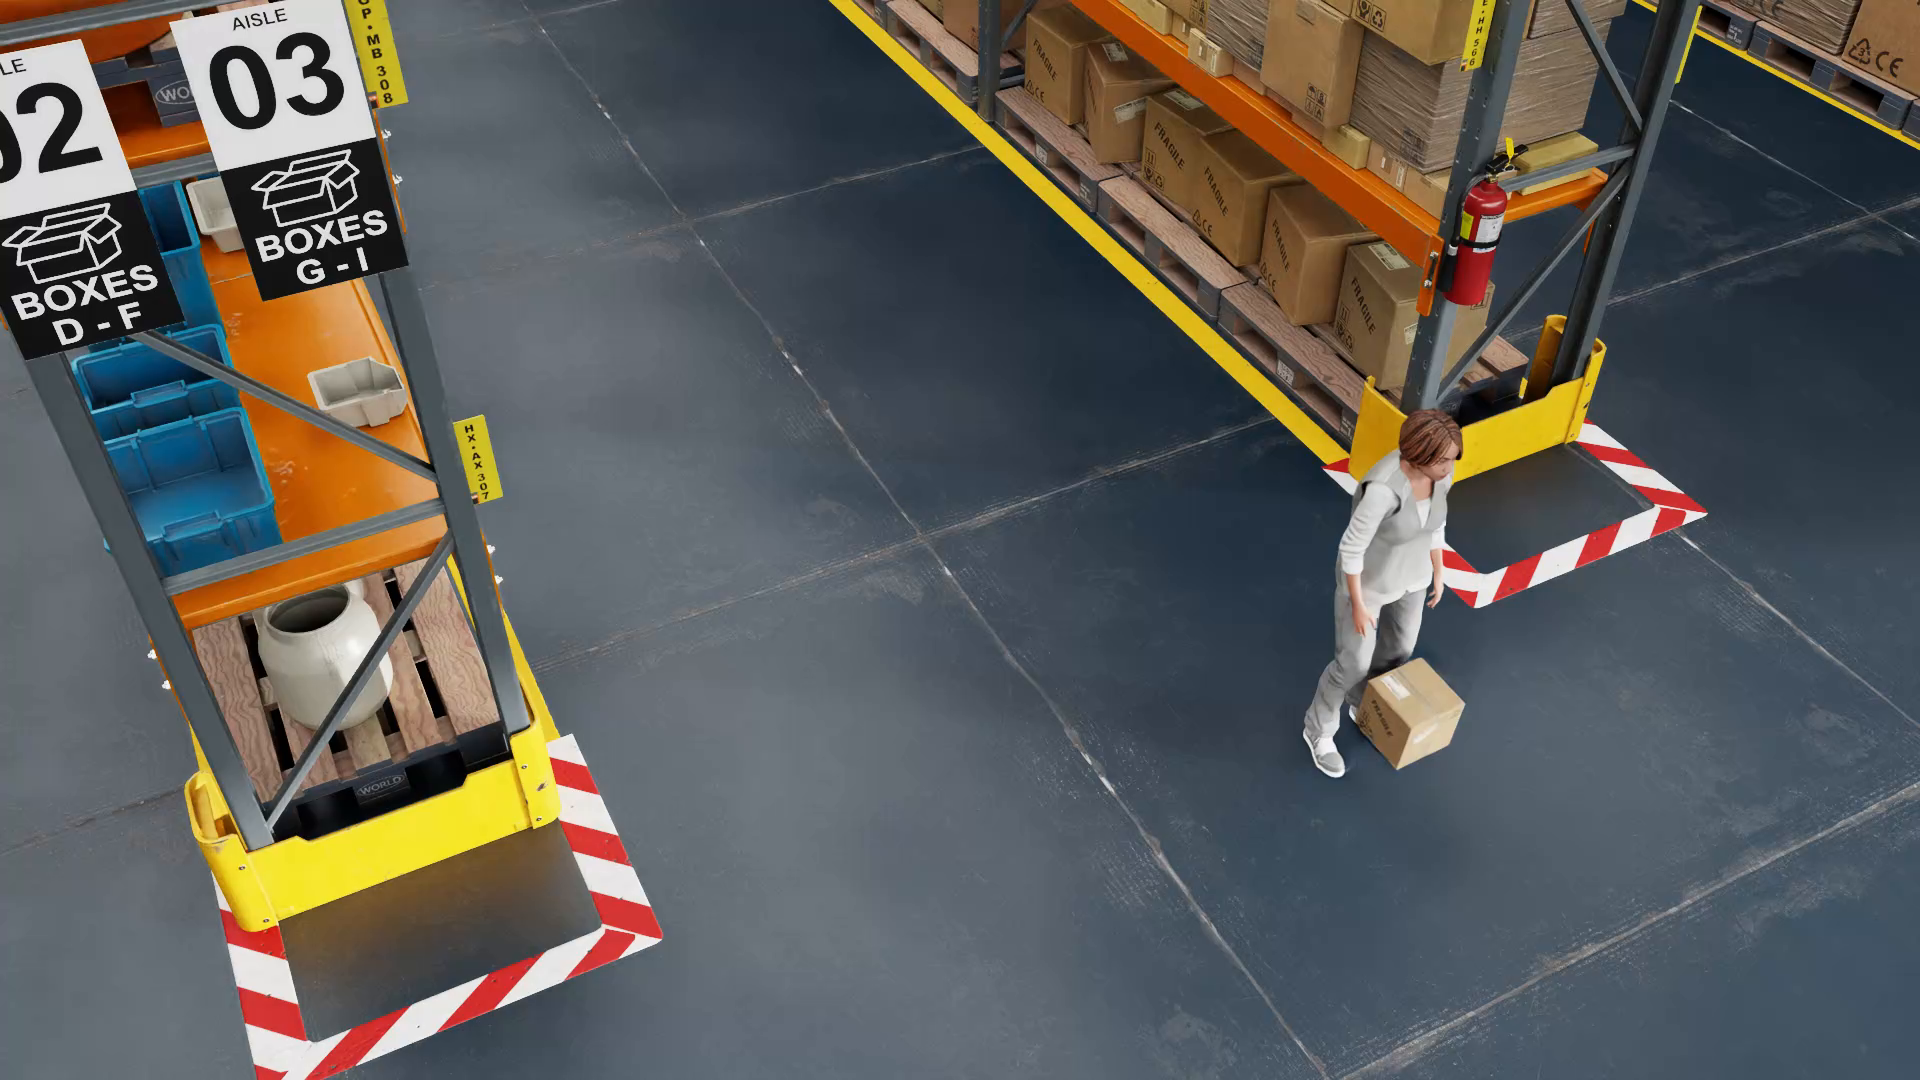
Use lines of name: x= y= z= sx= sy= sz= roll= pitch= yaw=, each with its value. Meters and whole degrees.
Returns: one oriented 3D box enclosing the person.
person: x=1.539 y=0.164 z=5.984 sx=0.485 sy=1.593 sz=0.343 roll=-22 pitch=46 yaw=-22
